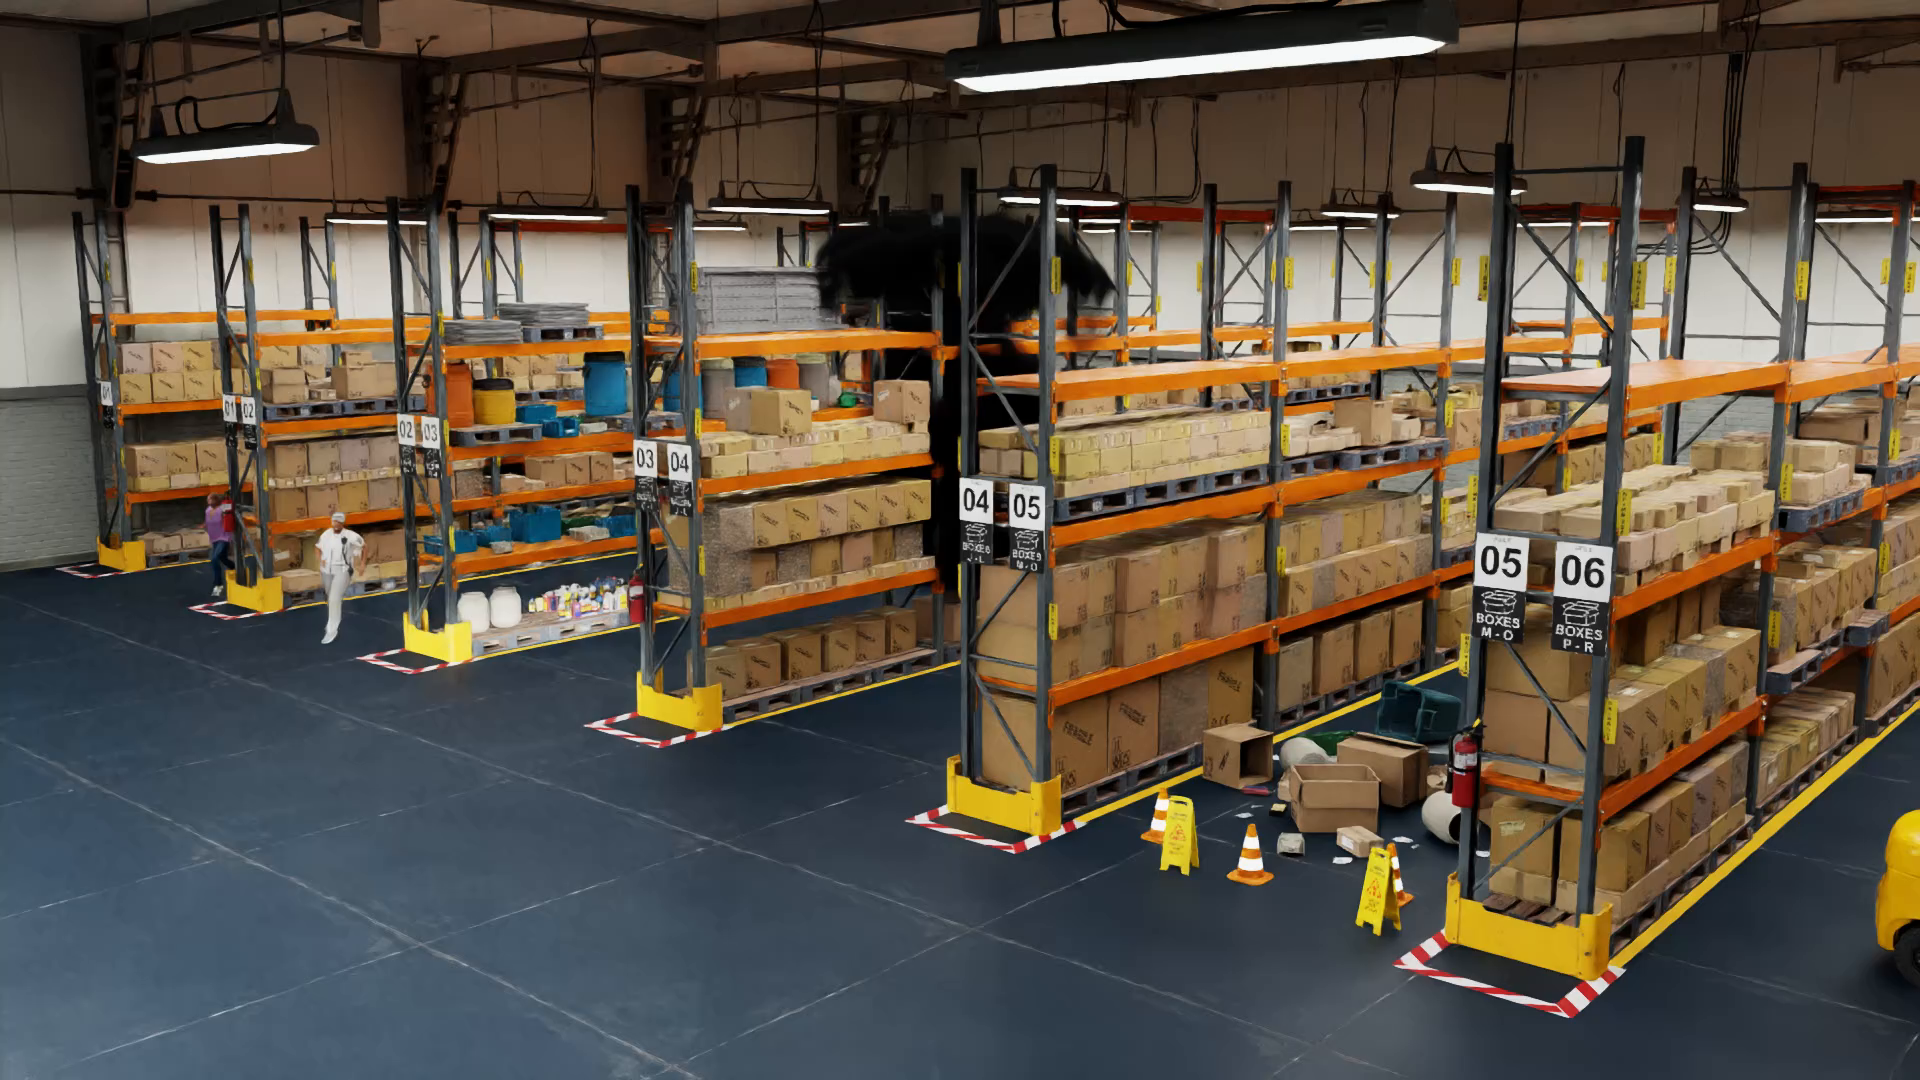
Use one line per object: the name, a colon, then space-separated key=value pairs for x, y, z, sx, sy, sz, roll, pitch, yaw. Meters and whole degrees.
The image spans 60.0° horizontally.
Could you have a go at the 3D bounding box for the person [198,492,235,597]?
person: x=-11.648 y=0.041 z=26.259 sx=0.563 sy=1.622 sz=0.763 roll=5 pitch=11 yaw=27

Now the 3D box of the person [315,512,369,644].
person: x=-8.214 y=0.460 z=22.007 sx=0.680 sy=1.693 sz=0.823 roll=1 pitch=10 yaw=5

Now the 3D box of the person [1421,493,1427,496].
person: x=7.163 y=0.080 z=25.787 sx=0.550 sy=1.654 sz=0.555 roll=-8 pitch=13 yaw=-41
